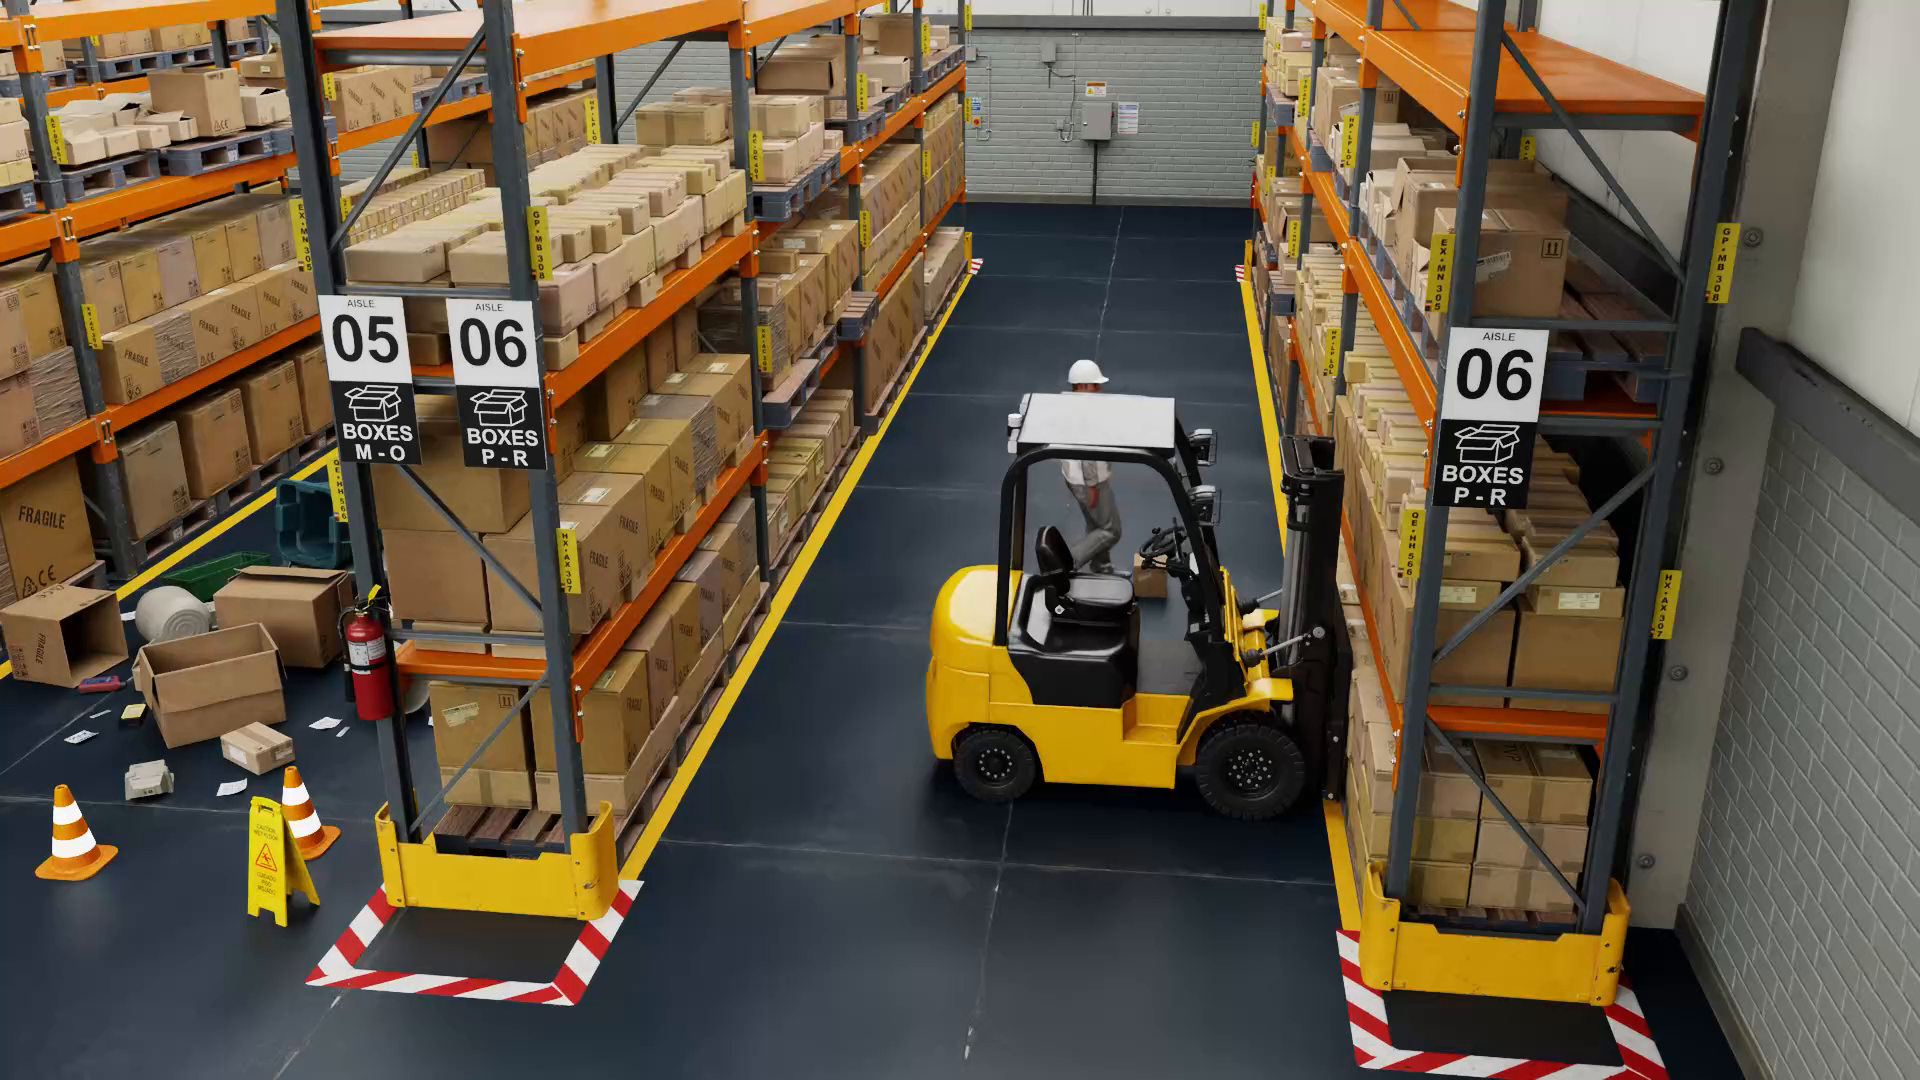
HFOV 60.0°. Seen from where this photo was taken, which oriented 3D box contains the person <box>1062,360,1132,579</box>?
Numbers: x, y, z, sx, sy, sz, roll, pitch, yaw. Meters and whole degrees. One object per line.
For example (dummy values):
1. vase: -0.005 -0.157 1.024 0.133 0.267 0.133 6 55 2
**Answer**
1. person: 1.006 -0.469 12.271 0.647 1.762 0.577 -3 21 -8
